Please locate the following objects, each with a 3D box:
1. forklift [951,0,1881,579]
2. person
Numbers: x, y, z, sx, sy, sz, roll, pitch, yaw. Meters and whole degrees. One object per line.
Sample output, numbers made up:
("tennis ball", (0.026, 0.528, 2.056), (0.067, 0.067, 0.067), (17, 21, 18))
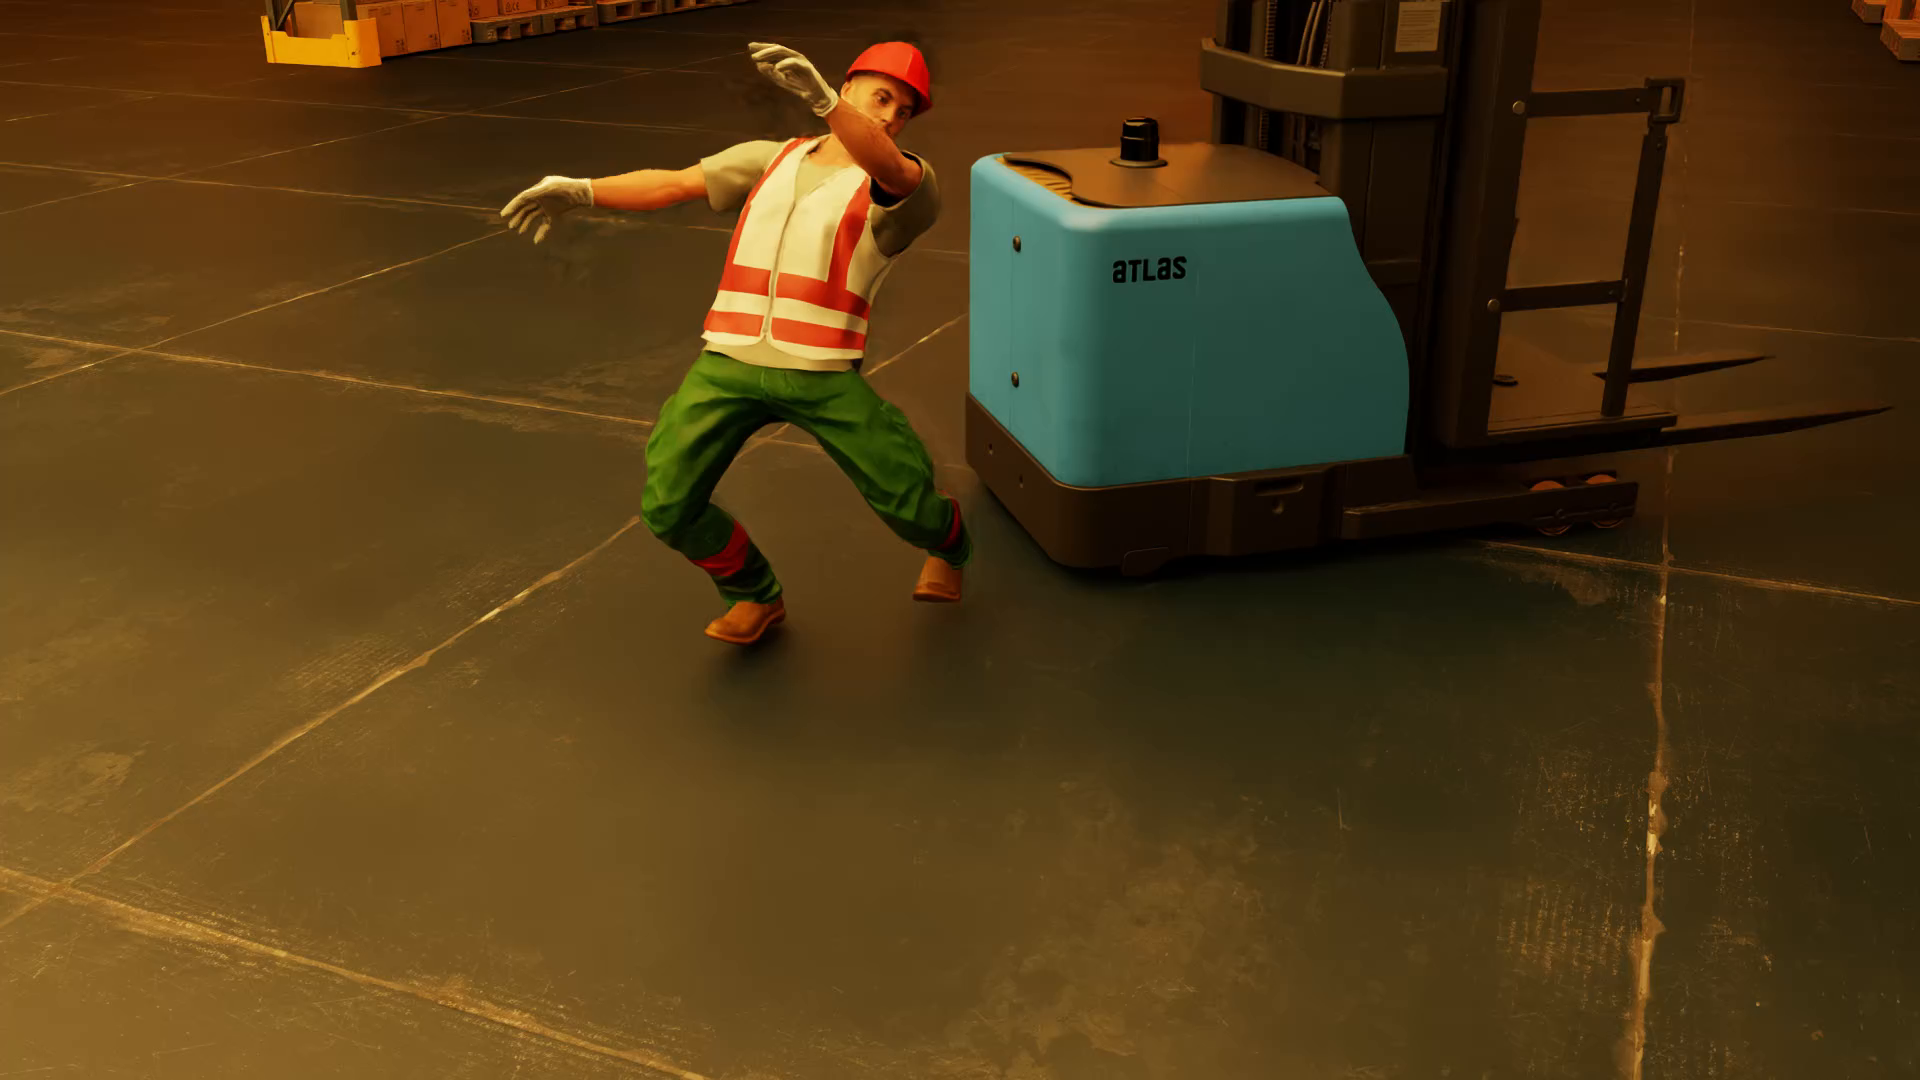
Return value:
("forklift", (1.546, -1.549, 4.998), (3.031, 2.935, 1.130), (-6, 24, -15))
("person", (-0.540, -0.516, 4.116), (1.037, 1.639, 0.694), (5, 23, 13))
